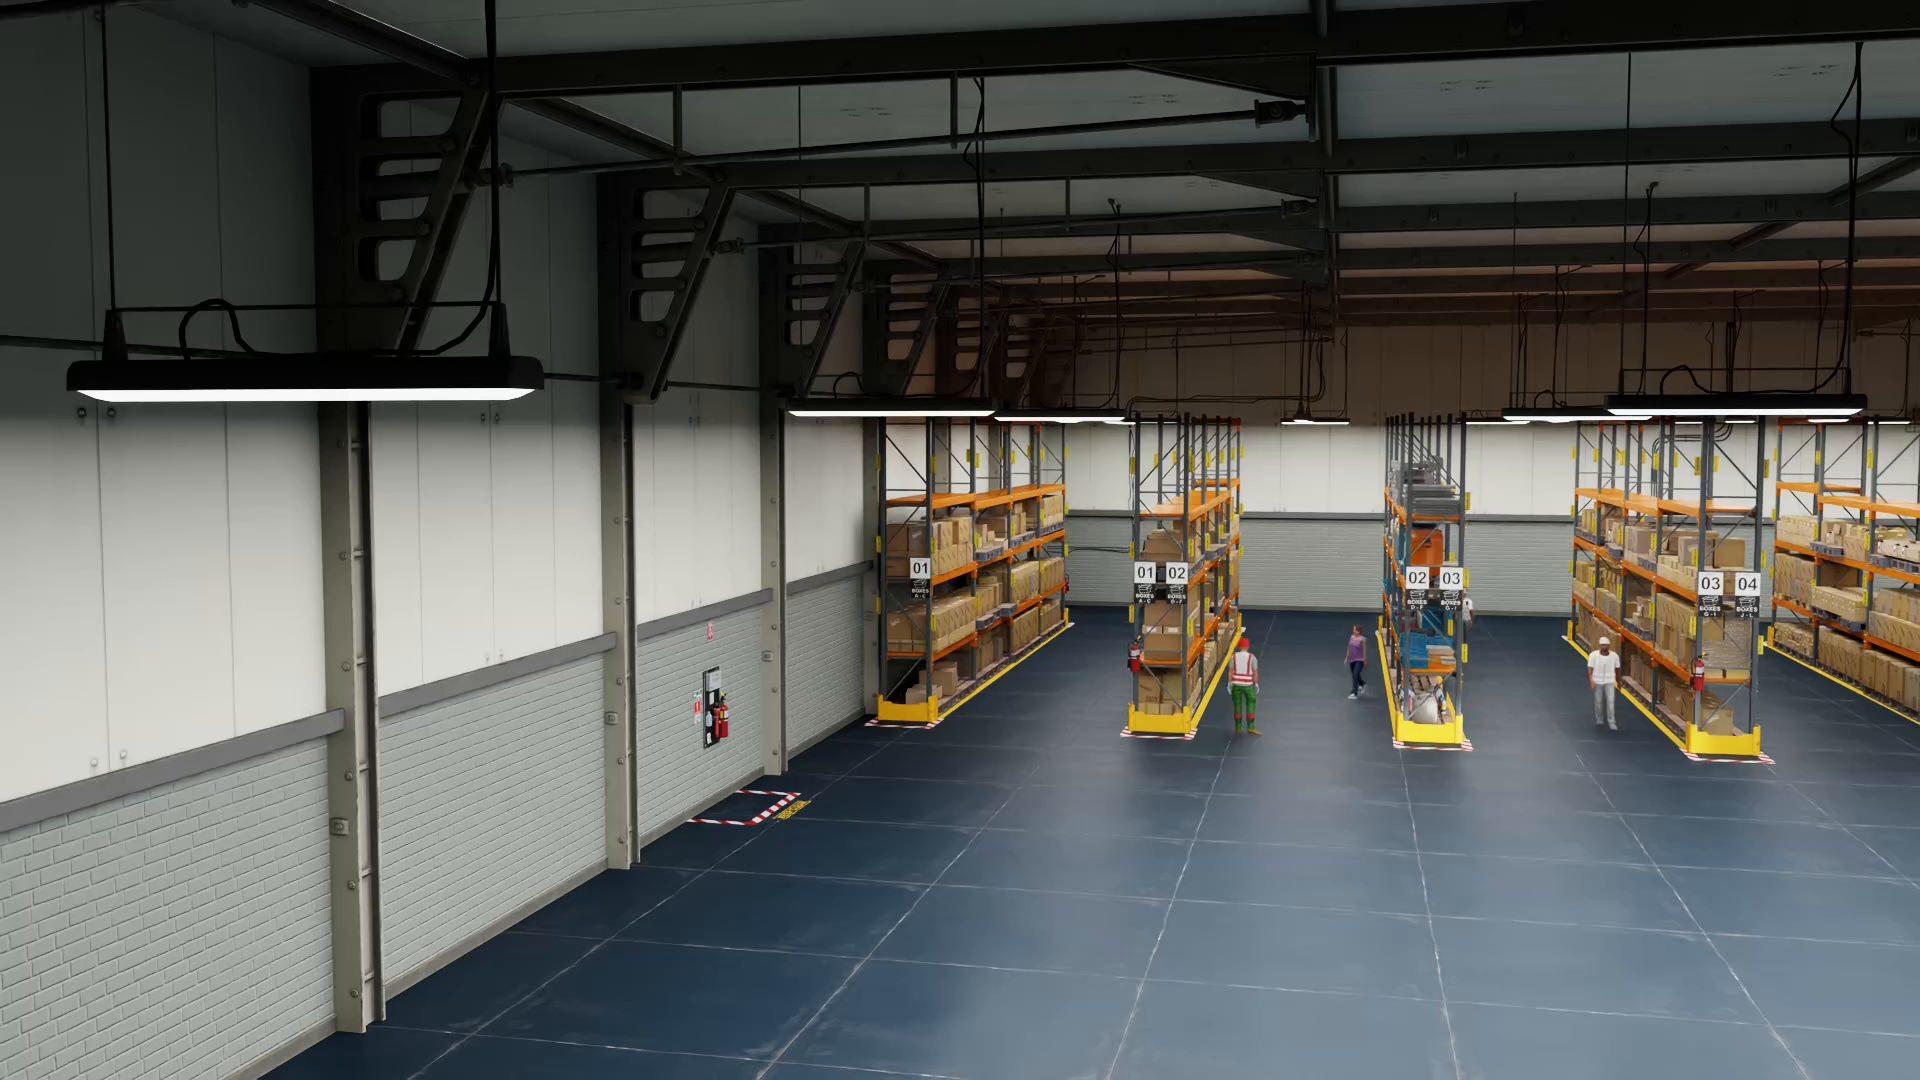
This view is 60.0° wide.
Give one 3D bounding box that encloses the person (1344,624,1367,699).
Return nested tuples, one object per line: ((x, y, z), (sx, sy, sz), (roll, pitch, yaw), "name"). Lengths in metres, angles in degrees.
((8.425, 2.545, 35.185), (0.456, 1.548, 0.912), (4, 5, 43), "person")

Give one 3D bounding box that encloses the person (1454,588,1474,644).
((12.822, 2.026, 42.286), (0.421, 1.623, 1.058), (0, 4, 4), "person")

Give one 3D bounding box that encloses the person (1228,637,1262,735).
((5.336, 2.727, 31.100), (0.671, 1.798, 0.451), (2, 4, 22), "person")

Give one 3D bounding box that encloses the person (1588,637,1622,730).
((12.227, 2.696, 31.541), (0.616, 1.712, 0.967), (1, 4, 21), "person")
